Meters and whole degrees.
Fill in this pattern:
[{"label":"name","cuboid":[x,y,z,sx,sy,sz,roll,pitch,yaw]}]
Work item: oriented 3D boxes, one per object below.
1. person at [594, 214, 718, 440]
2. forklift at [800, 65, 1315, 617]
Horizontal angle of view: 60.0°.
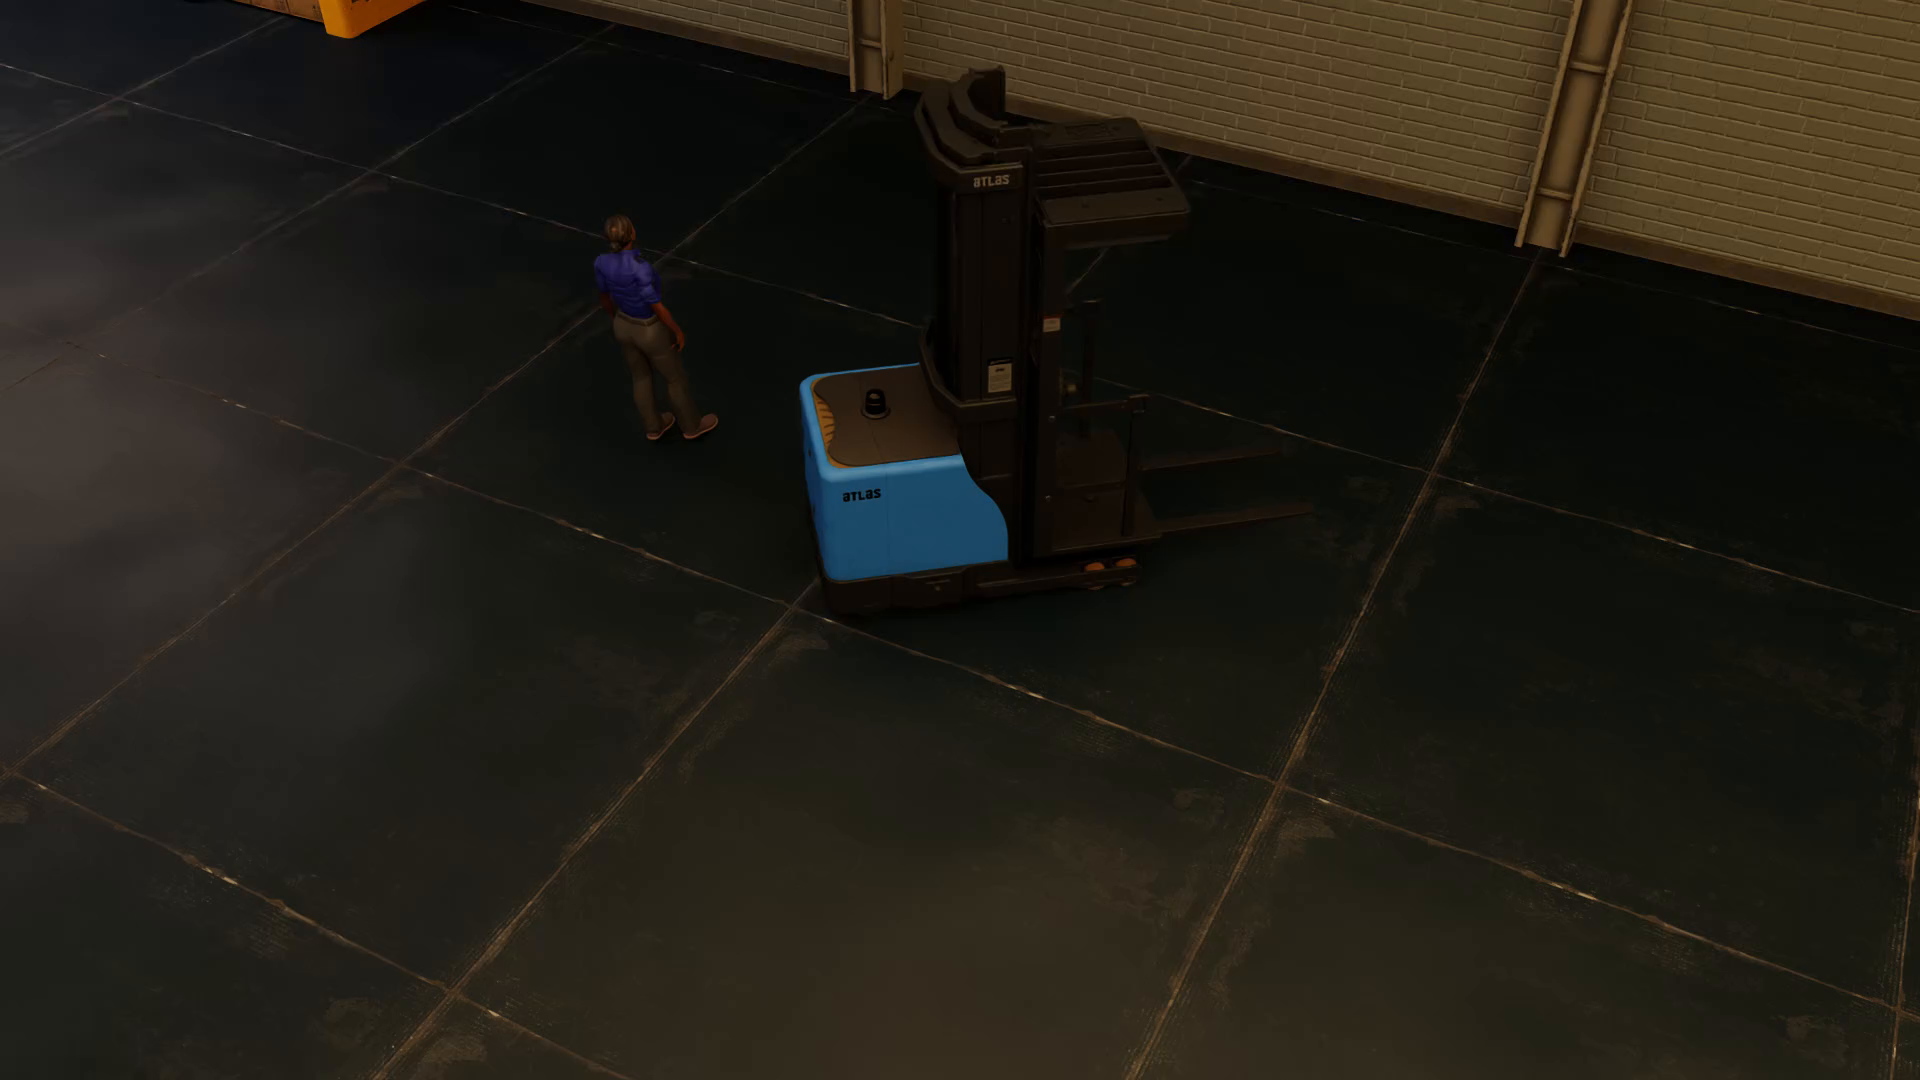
[{"label":"person","cuboid":[-1.964,-1.370,10.595,0.563,1.656,0.505,19,44,21]},{"label":"forklift","cuboid":[0.619,-1.151,9.353,3.031,2.935,1.130,-7,41,-9]}]
